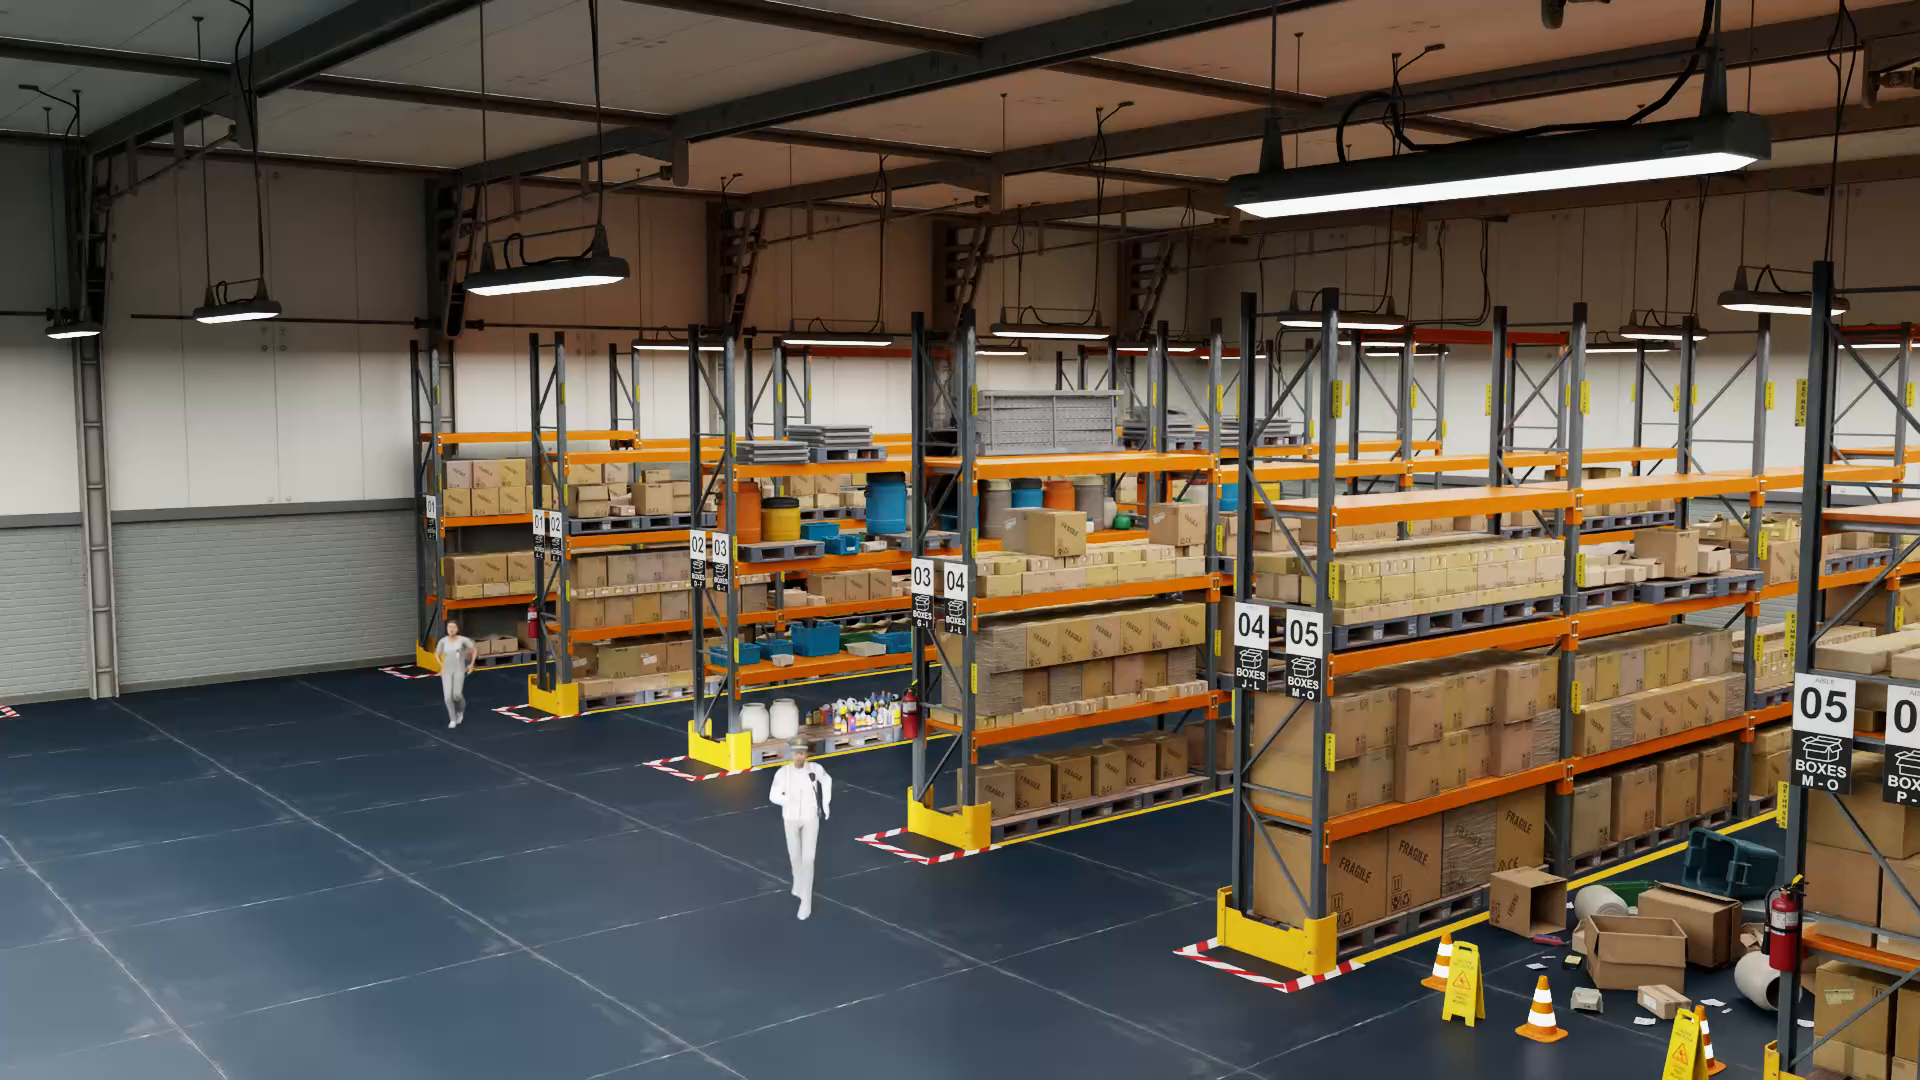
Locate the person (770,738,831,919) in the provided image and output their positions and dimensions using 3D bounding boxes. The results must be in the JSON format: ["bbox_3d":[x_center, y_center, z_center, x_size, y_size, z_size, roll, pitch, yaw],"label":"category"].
[{"bbox_3d":[-1.577,2.792,16.478,0.580,1.739,0.847,0,5,0],"label":"person"}]

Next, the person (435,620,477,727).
[{"bbox_3d":[-7.642,2.025,25.168,0.596,1.643,0.554,-1,5,-6],"label":"person"}]
